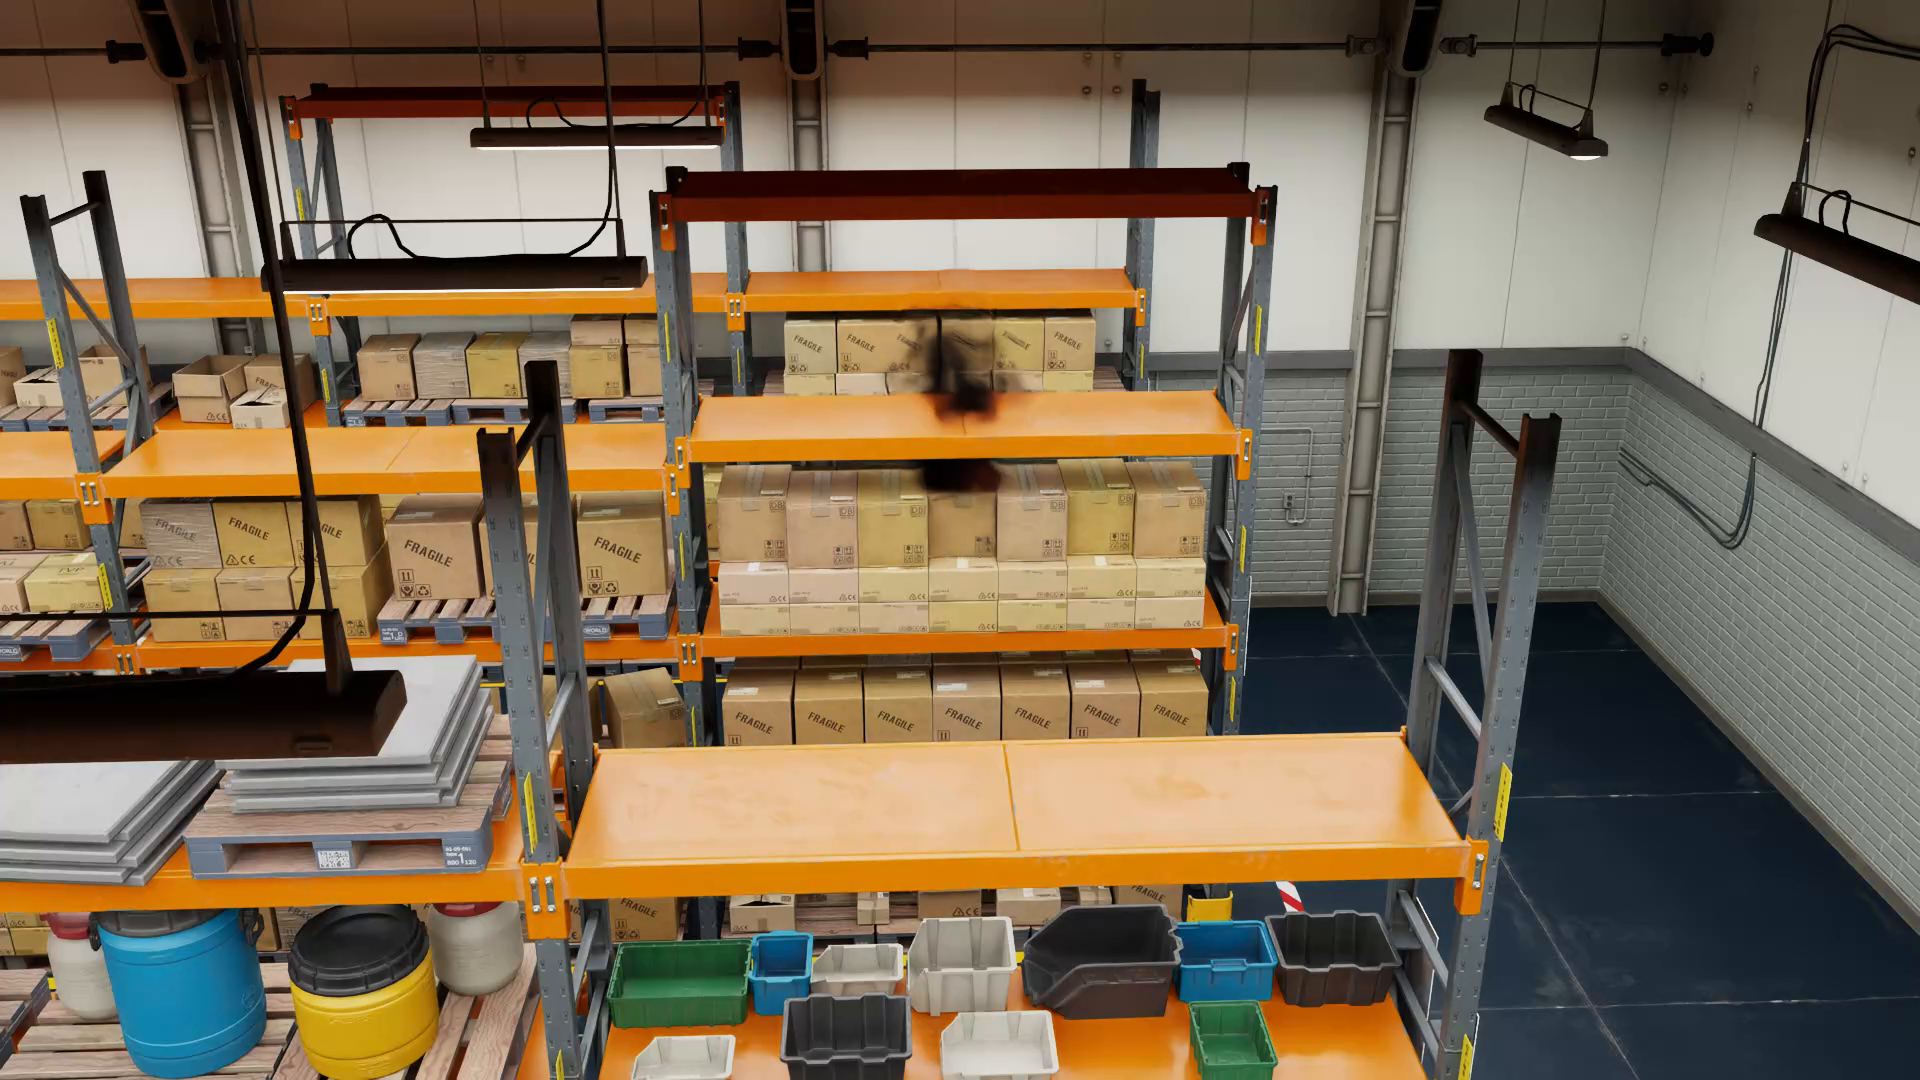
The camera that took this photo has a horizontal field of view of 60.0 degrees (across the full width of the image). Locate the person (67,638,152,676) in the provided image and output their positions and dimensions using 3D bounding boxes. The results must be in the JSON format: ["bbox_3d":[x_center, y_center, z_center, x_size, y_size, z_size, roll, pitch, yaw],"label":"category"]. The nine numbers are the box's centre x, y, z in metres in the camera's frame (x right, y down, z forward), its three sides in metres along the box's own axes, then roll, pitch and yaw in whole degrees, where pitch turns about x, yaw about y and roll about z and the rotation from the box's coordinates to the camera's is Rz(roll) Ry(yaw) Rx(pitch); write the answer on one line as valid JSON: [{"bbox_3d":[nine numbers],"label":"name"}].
[{"bbox_3d":[-7.550,1.537,15.023,0.829,1.846,0.670,-6,23,-14],"label":"person"}]
